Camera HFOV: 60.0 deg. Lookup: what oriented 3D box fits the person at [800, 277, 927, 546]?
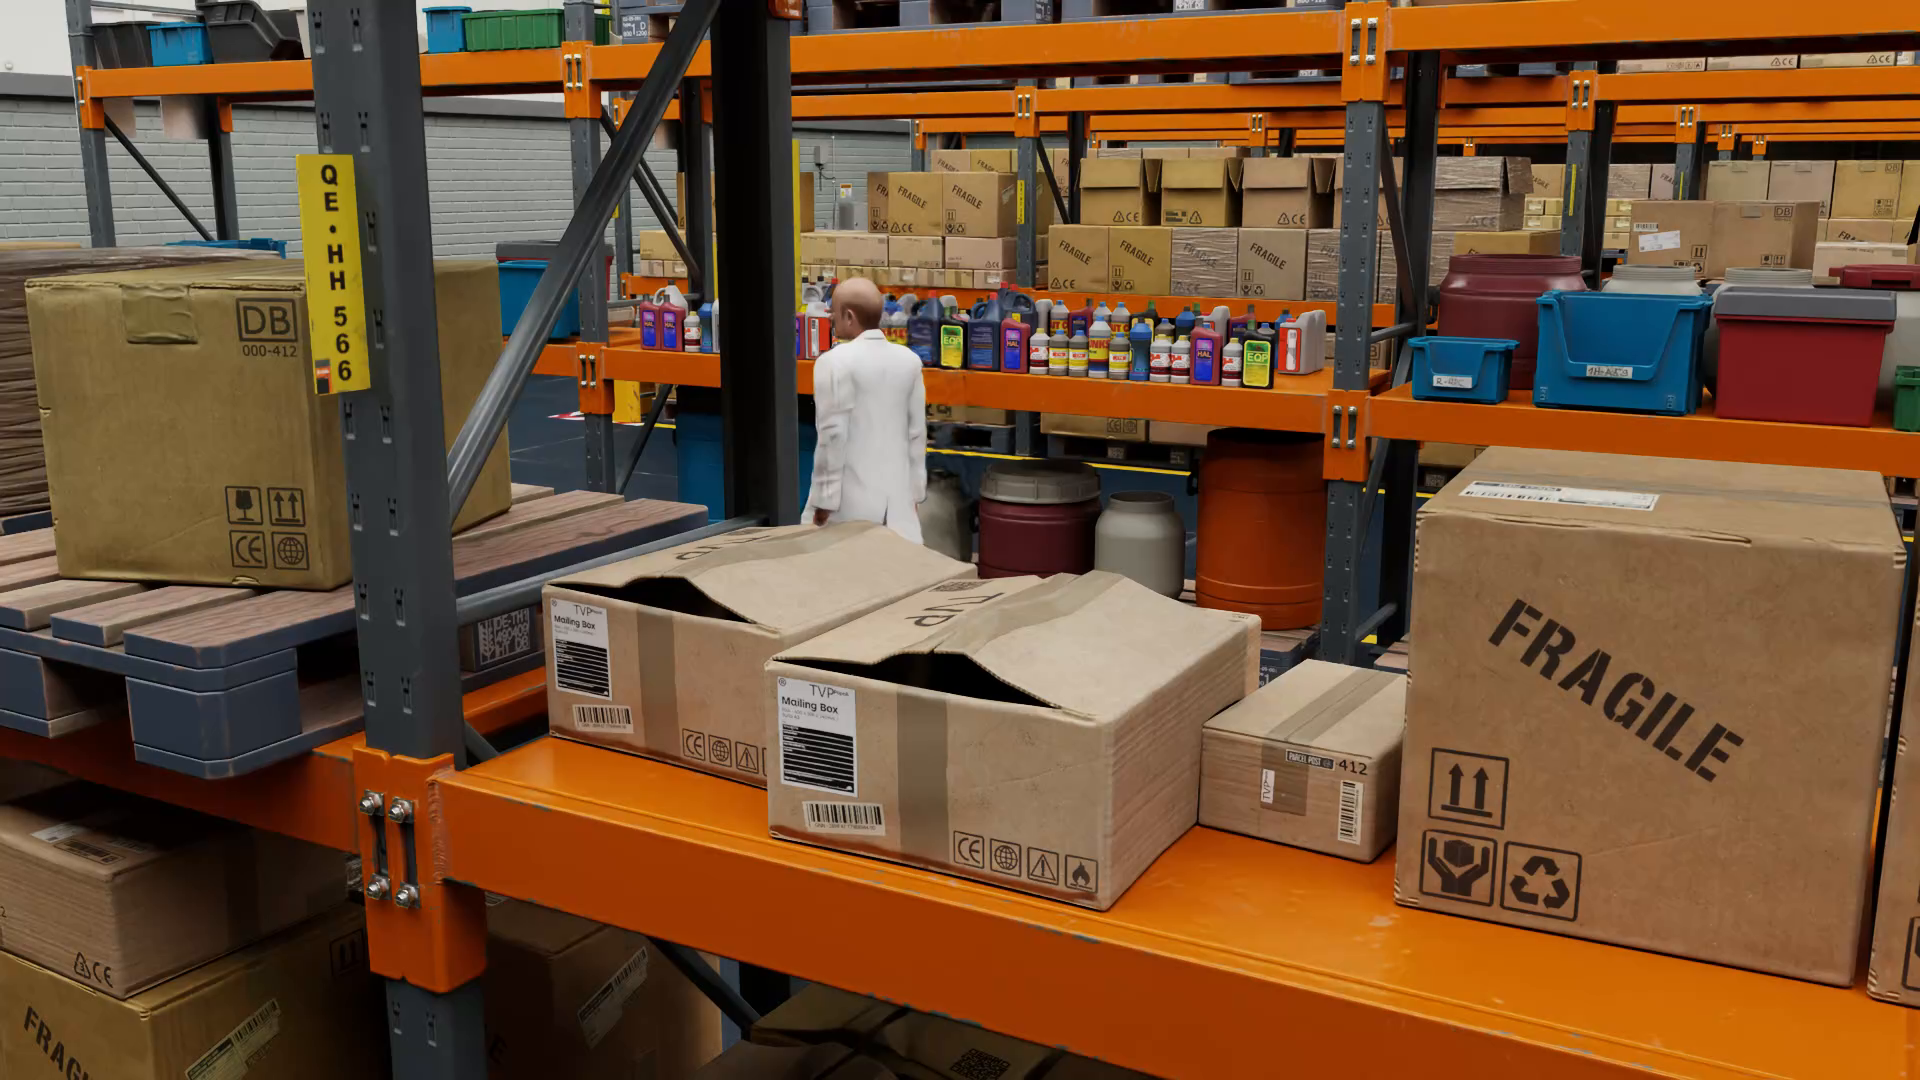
[{"bbox_3d":[-0.394,-0.150,6.596,0.614,1.764,0.768,-11,16,-40],"label":"person"}]
